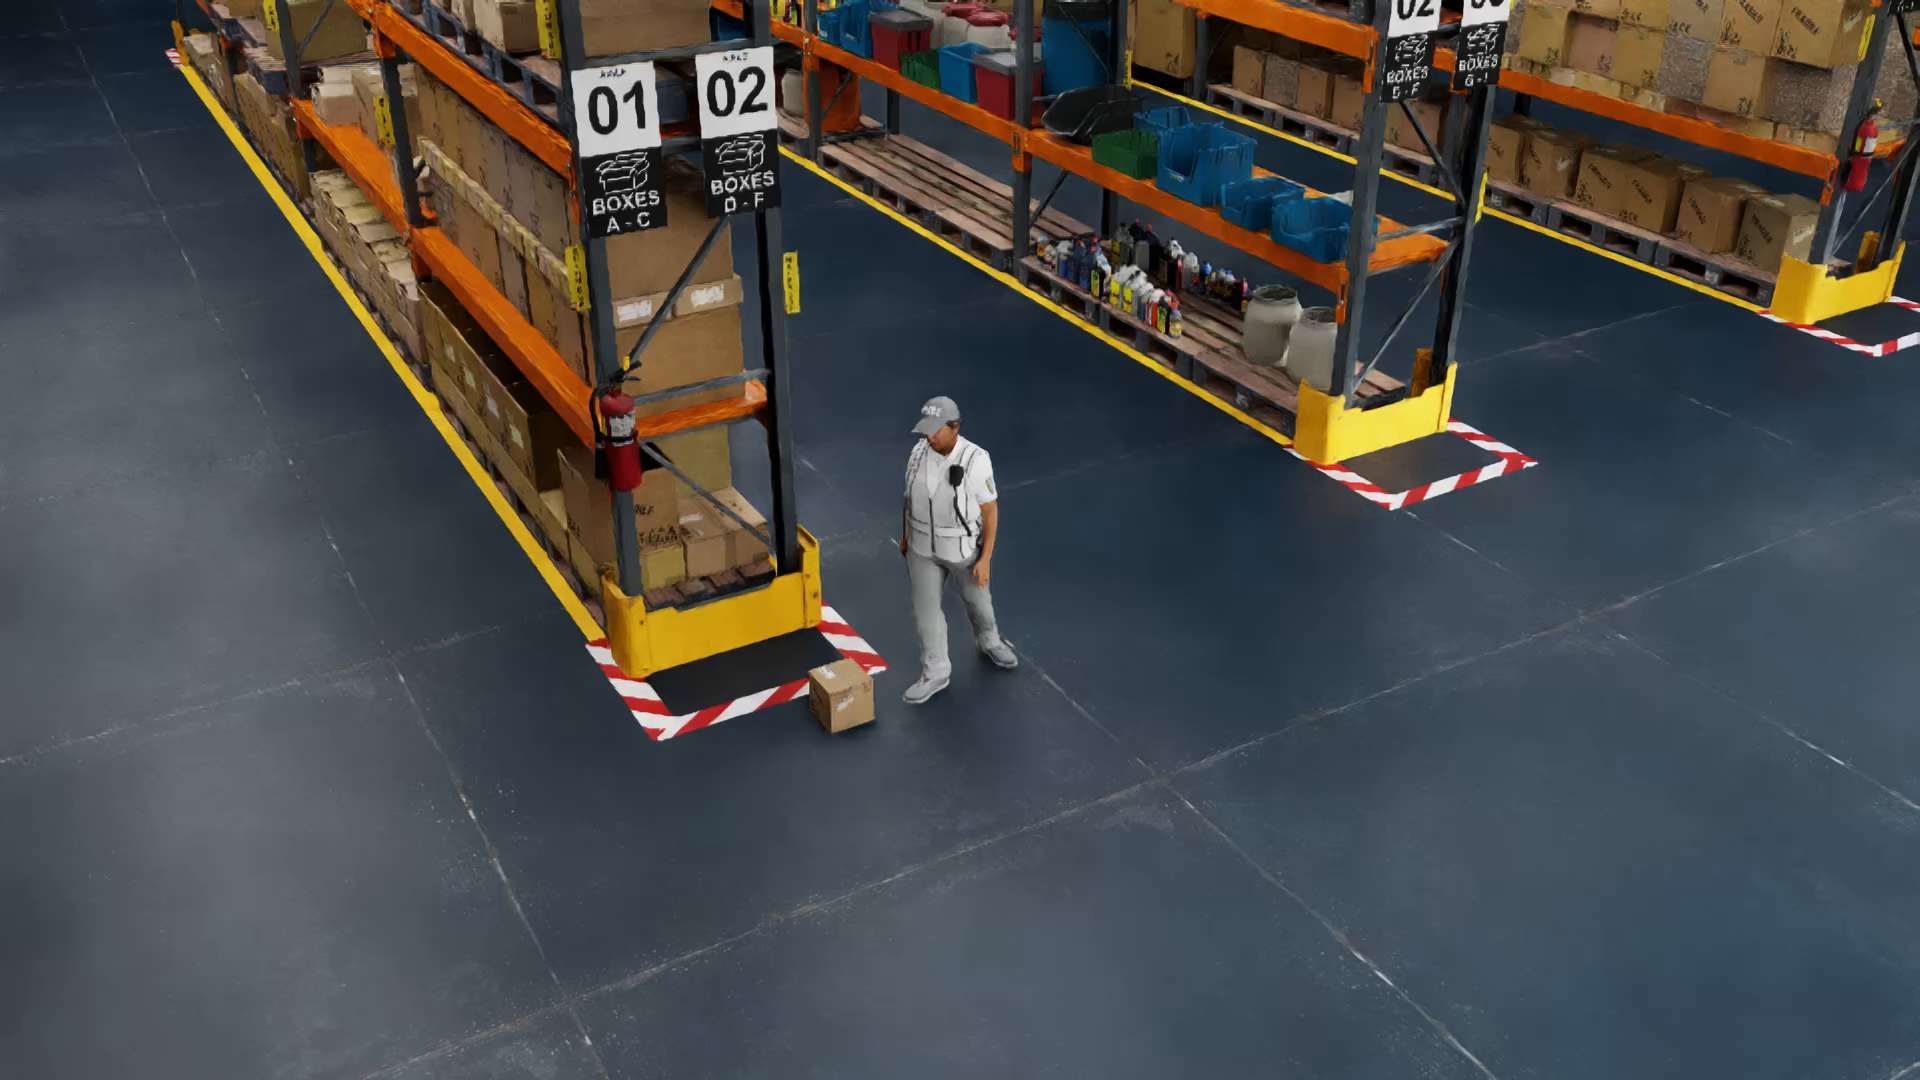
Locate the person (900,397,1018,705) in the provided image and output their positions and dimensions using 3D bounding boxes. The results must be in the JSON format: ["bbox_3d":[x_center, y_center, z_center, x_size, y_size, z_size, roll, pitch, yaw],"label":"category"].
[{"bbox_3d":[-0.041,0.016,8.534,0.605,1.655,0.662,11,31,19],"label":"person"}]
